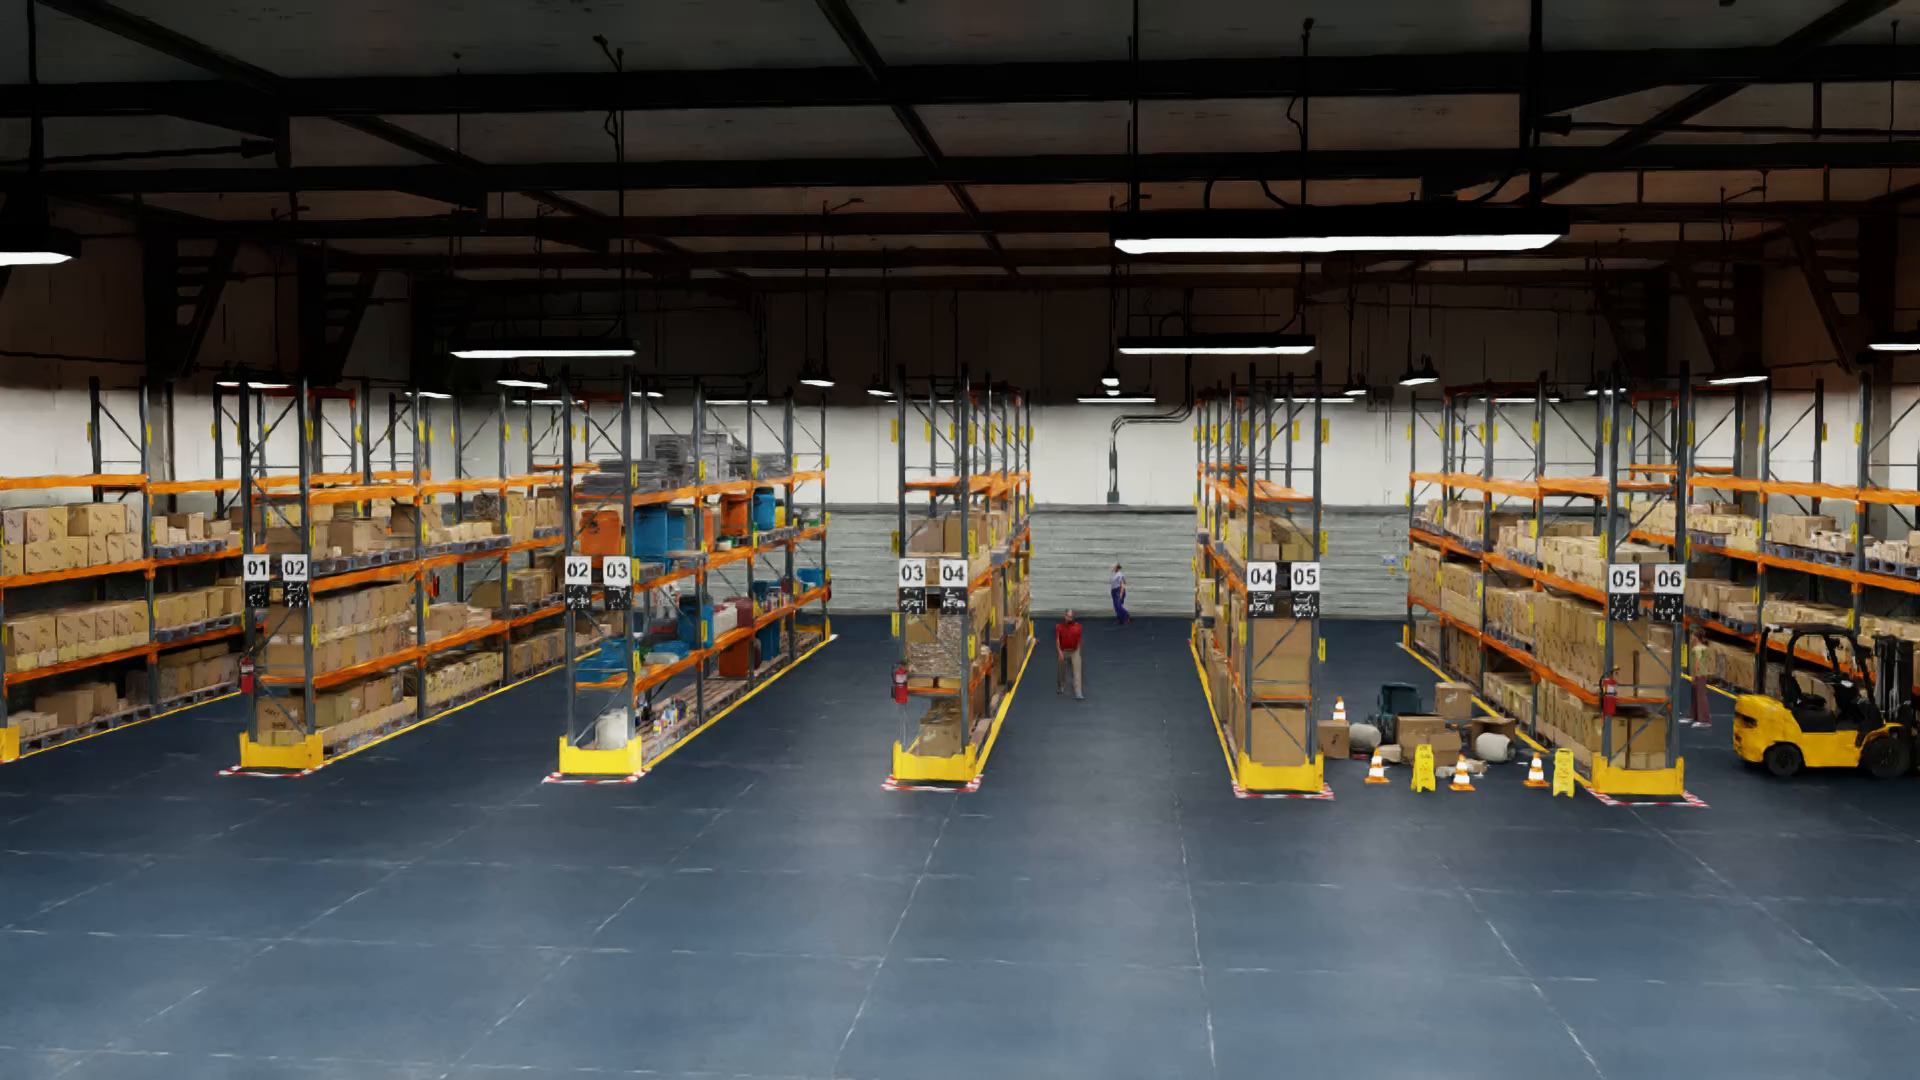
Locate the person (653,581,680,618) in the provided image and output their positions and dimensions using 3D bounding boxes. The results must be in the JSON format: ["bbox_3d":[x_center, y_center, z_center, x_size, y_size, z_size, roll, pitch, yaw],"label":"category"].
[{"bbox_3d":[-7.143,1.556,40.452,0.682,1.715,0.536,0,4,2],"label":"person"}]

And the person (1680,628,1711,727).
[{"bbox_3d":[12.579,2.333,28.398,0.544,1.671,0.524,2,4,34],"label":"person"}]

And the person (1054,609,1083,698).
[{"bbox_3d":[2.048,2.138,31.474,0.536,1.656,1.036,0,4,-2],"label":"person"}]

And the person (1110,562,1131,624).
[{"bbox_3d":[4.187,1.391,43.404,0.444,1.641,0.648,-2,4,-26],"label":"person"}]
